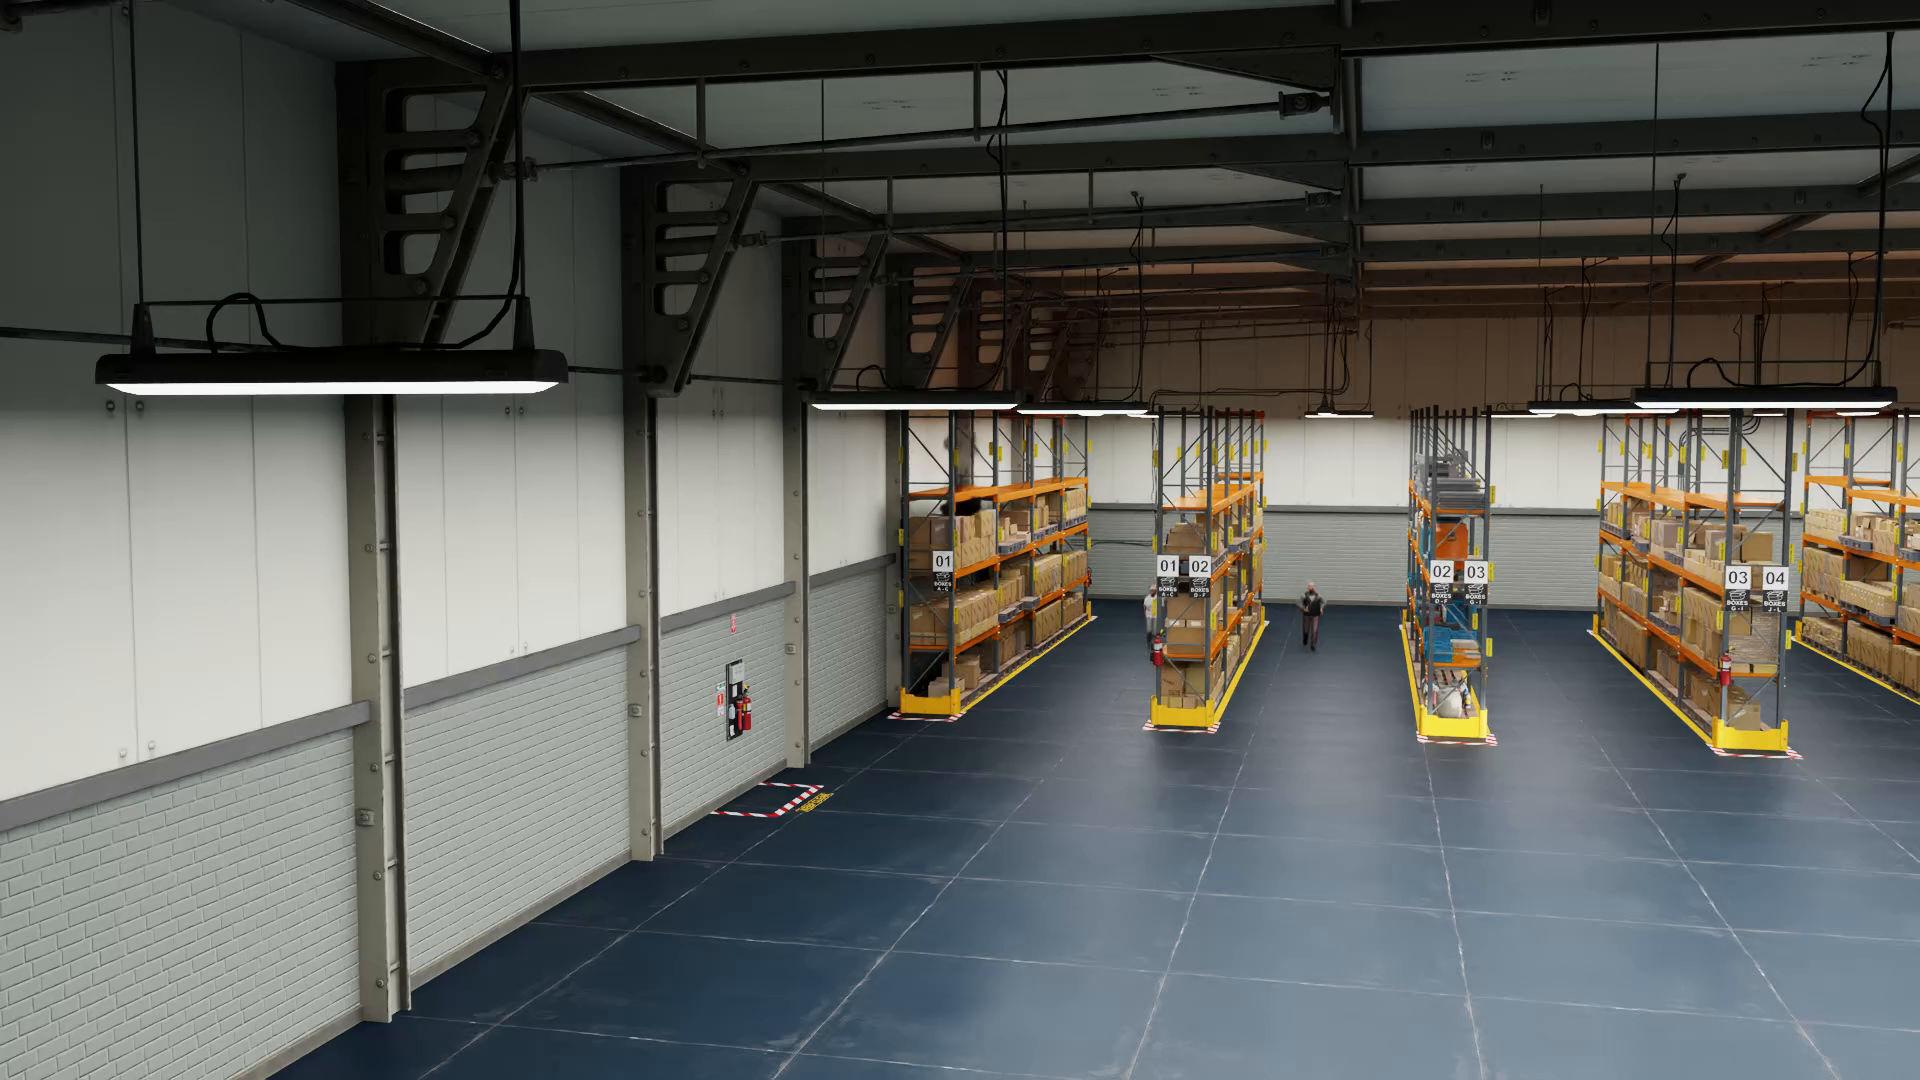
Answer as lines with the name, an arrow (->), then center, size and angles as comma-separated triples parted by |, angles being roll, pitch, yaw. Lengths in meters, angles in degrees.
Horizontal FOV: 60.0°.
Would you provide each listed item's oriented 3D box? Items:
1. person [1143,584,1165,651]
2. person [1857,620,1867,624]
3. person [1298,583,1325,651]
person -> 4.782, 1.934, 41.155 | 0.554, 1.679, 0.632 | 1, 4, 14
person -> 23.635, 1.728, 43.516 | 0.699, 1.802, 0.905 | -2, 4, -23
person -> 8.776, 1.907, 41.508 | 0.669, 1.684, 0.760 | 0, 4, 6
